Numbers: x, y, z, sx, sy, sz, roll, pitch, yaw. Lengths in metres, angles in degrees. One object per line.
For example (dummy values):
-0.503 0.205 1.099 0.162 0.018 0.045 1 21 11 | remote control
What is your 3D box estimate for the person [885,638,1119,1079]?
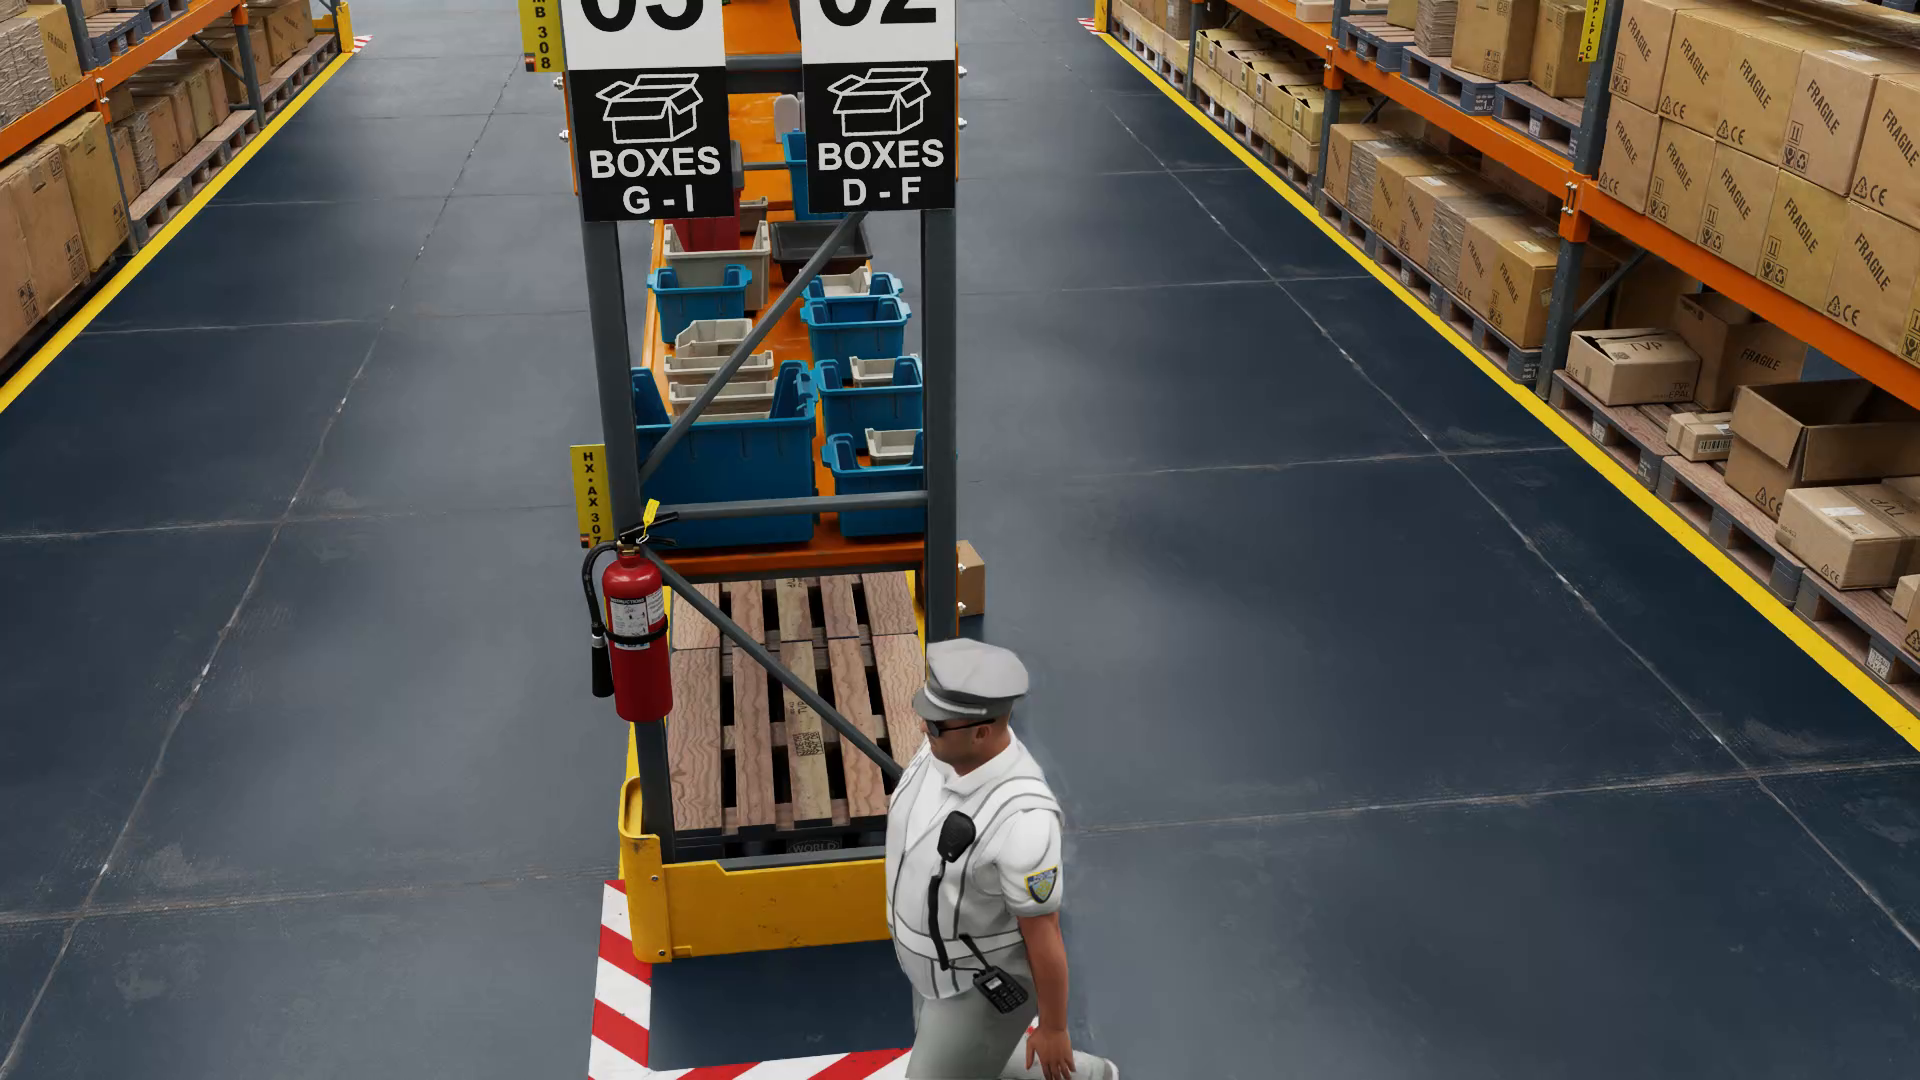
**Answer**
0.078 1.019 4.096 0.821 1.720 0.594 -8 28 -16 | person
